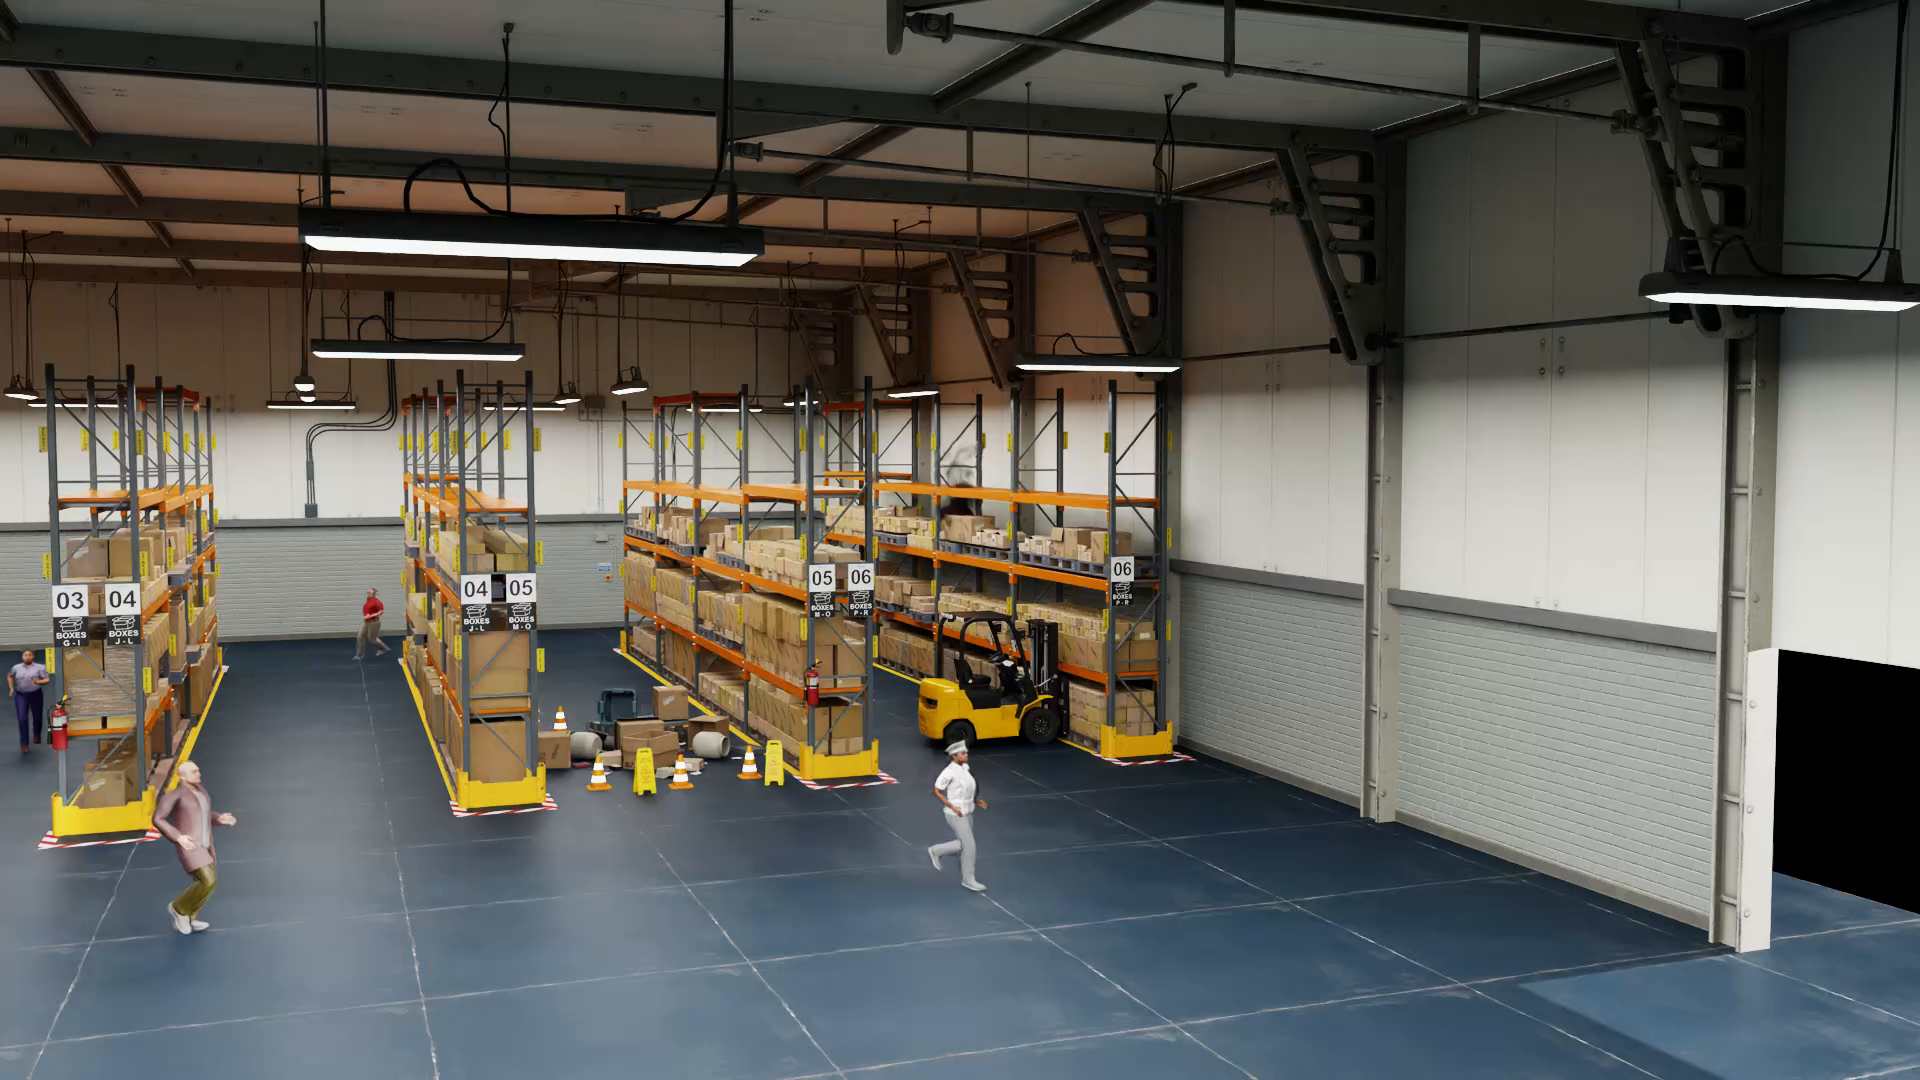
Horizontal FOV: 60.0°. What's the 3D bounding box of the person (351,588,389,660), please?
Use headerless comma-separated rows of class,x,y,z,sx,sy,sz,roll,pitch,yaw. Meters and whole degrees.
person,-13.558,1.948,38.500,0.791,1.710,0.845,3,4,40

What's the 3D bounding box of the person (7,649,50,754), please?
person,-15.105,2.589,26.989,0.602,1.630,0.921,-2,4,-30

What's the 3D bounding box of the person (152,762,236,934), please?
person,-7.751,3.132,16.943,0.642,1.745,0.695,0,3,7

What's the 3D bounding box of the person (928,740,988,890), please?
person,-0.046,3.088,18.745,0.738,1.681,0.577,2,4,27
